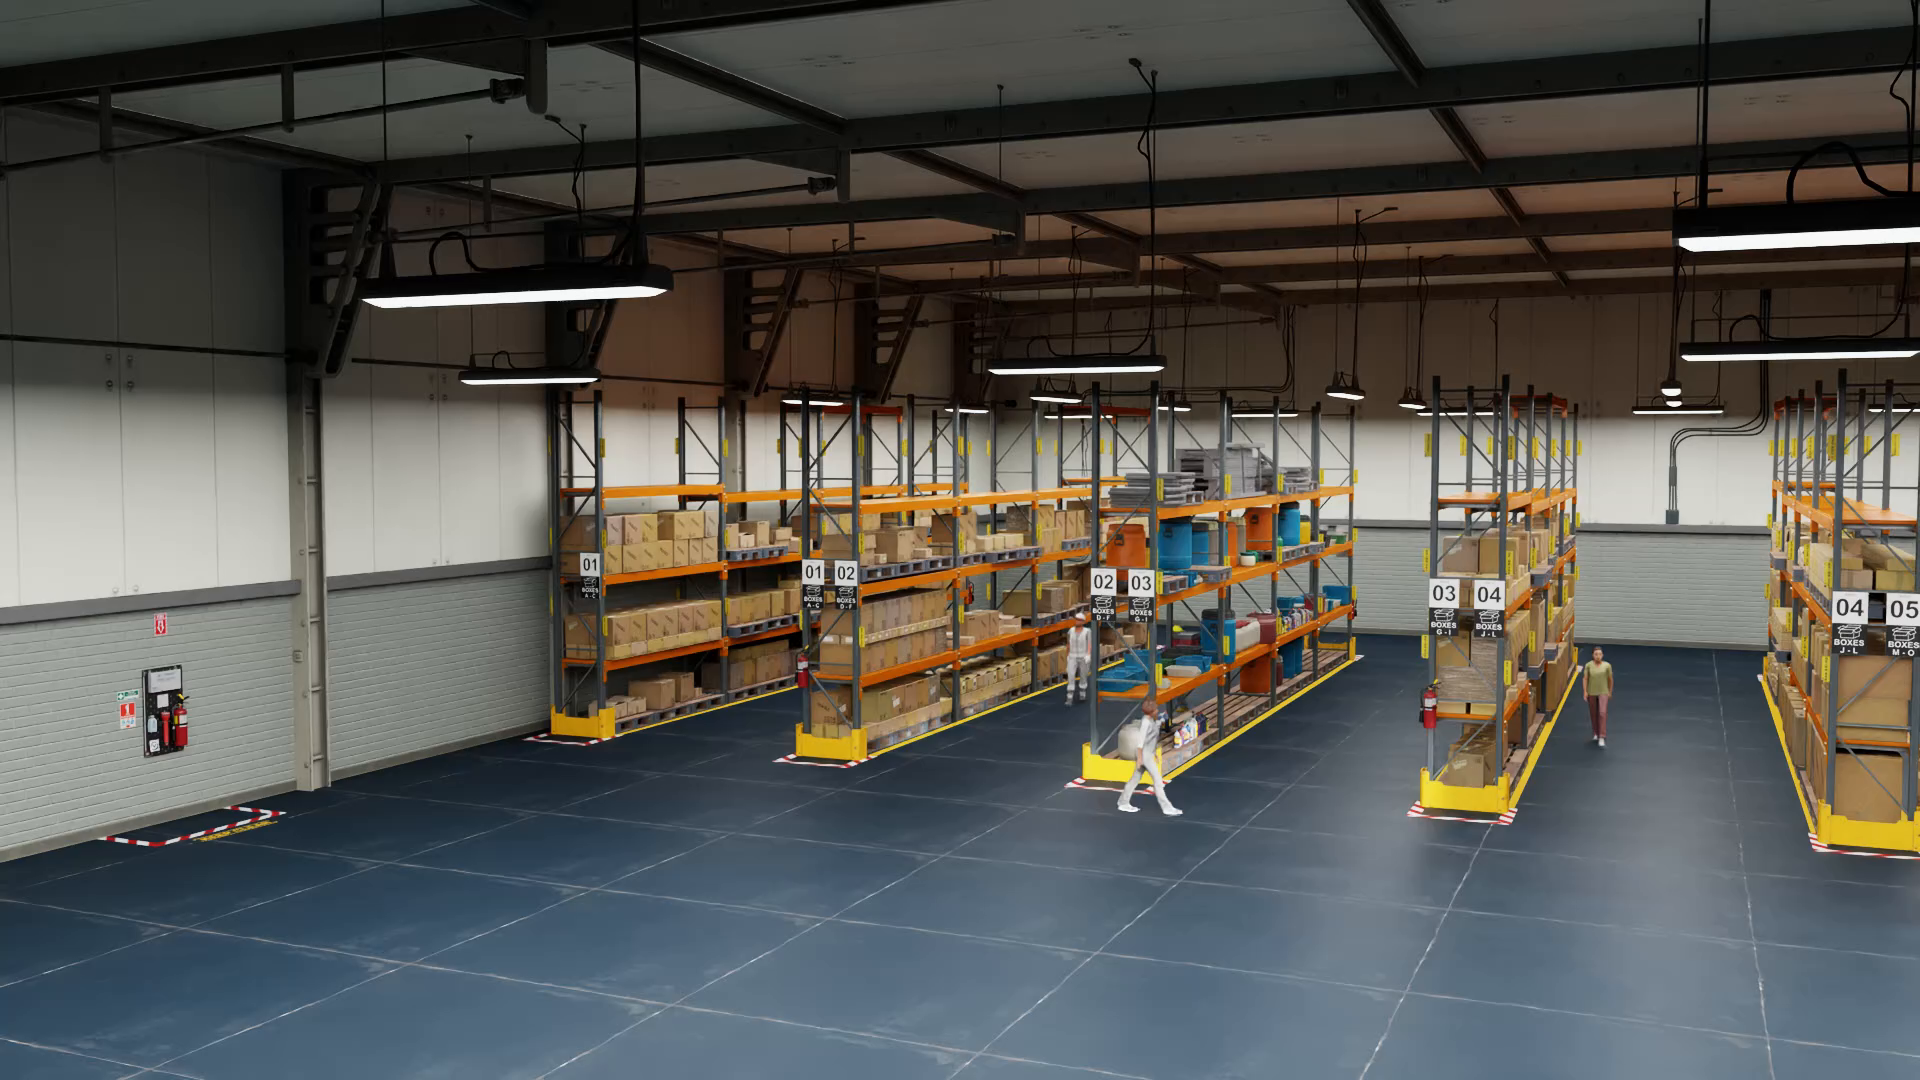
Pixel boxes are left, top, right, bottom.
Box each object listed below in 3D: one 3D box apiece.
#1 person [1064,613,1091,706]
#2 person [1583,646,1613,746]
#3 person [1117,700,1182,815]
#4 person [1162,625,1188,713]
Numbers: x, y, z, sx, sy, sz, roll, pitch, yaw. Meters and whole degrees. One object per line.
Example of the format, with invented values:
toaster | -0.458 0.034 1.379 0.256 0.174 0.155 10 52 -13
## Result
person | 2.321 2.314 32.446 0.534 1.746 0.969 1 3 11
person | 10.742 2.610 28.056 0.464 1.629 0.929 2 4 30
person | 2.586 2.950 22.678 0.877 1.549 0.454 0 3 4
person | 3.919 2.433 30.720 1.049 1.721 0.650 -3 4 -44
